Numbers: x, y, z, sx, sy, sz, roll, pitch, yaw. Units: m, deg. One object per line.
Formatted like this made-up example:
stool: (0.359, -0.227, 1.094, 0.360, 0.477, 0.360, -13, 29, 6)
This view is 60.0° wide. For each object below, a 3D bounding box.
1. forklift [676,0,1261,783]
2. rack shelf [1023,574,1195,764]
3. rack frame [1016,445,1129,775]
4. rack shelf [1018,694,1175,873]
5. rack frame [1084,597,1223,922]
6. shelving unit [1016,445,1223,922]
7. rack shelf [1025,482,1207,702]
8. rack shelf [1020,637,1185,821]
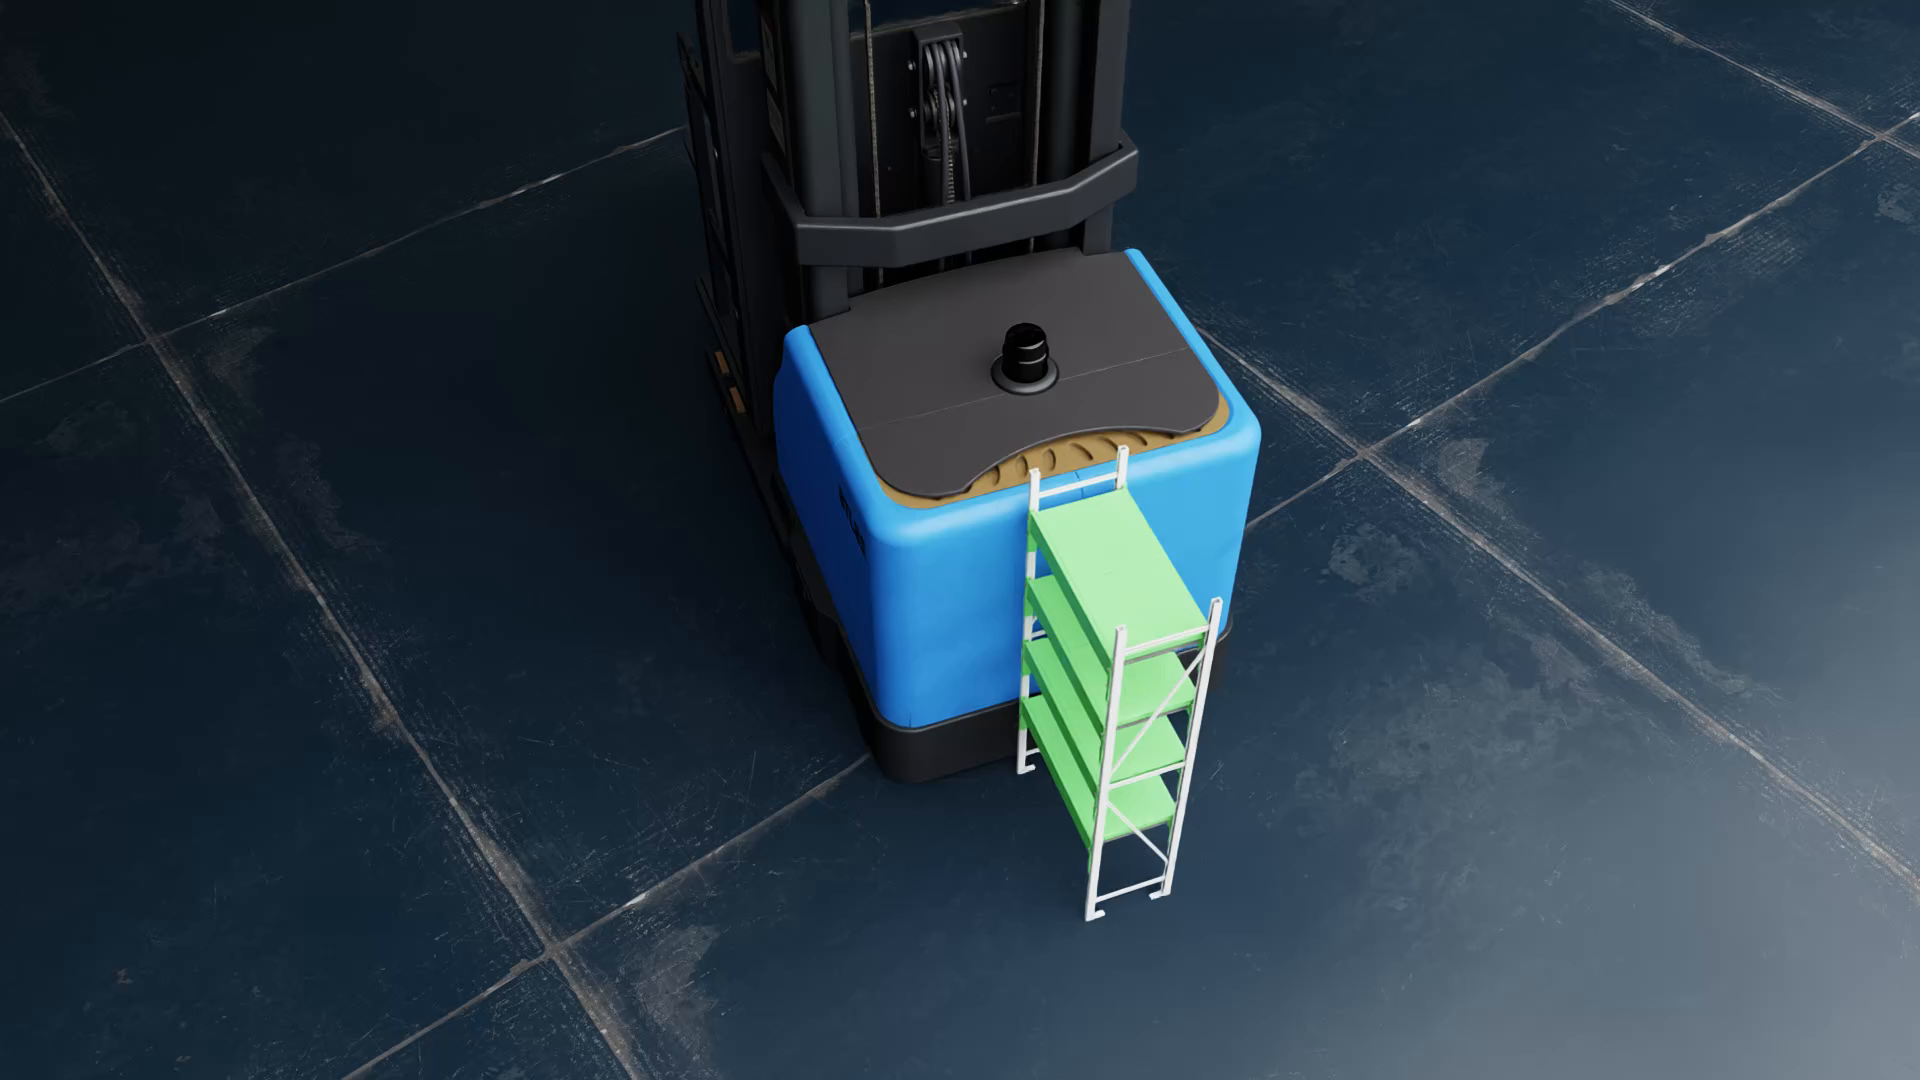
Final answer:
forklift: (-0.222, -1.435, 4.573, 1.130, 2.935, 3.031, -15, 50, -13)
rack shelf: (0.356, 0.271, 3.957, 0.258, 0.148, 0.480, -15, 50, -13)
rack frame: (0.273, 0.219, 4.241, 0.240, 1.200, 0.015, -15, 50, -13)
rack shelf: (0.356, 0.593, 4.312, 0.258, 0.148, 0.480, -15, 50, -13)
rack frame: (0.440, 0.559, 3.933, 0.240, 1.200, 0.015, -15, 50, -13)
shelving unit: (0.356, 0.389, 4.087, 0.258, 1.200, 0.503, -15, 50, -13)
rack shelf: (0.356, 0.110, 3.779, 0.258, 0.148, 0.480, -15, 50, -13)
rack shelf: (0.356, 0.432, 4.135, 0.258, 0.148, 0.480, -15, 50, -13)
